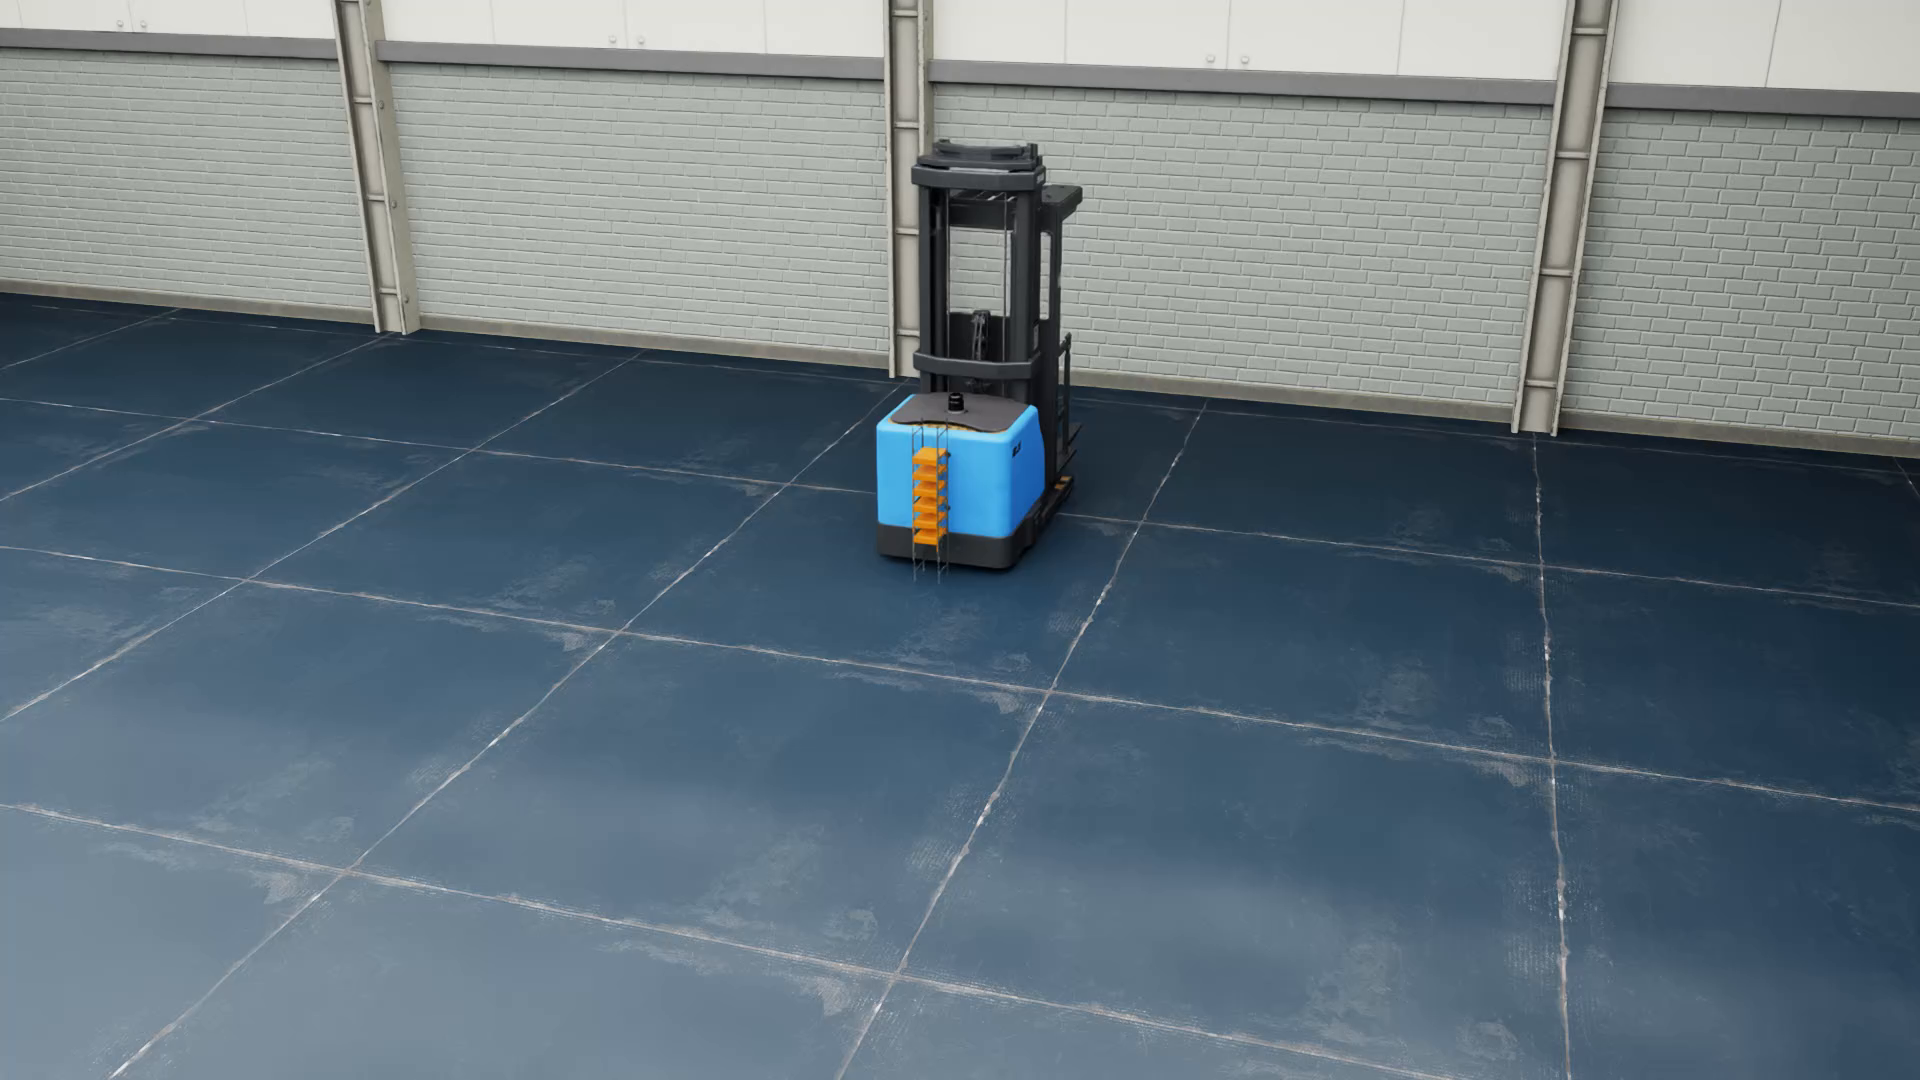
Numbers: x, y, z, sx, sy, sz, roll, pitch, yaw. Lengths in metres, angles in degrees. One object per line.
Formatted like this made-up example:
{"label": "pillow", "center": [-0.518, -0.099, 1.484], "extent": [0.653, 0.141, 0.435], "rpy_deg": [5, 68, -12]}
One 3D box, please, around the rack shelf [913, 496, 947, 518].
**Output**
{"label": "rack shelf", "center": [-0.211, -0.238, 11.884], "extent": [0.180, 0.103, 0.258], "rpy_deg": [7, 24, 16]}

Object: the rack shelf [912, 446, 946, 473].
{"label": "rack shelf", "center": [-0.212, -0.570, 11.746], "extent": [0.180, 0.103, 0.258], "rpy_deg": [7, 24, 16]}

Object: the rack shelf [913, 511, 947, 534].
{"label": "rack shelf", "center": [-0.211, -0.127, 11.930], "extent": [0.180, 0.103, 0.258], "rpy_deg": [7, 24, 16]}

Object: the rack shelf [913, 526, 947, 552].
{"label": "rack shelf", "center": [-0.211, -0.017, 11.977], "extent": [0.180, 0.103, 0.258], "rpy_deg": [7, 24, 16]}

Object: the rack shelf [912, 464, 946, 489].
{"label": "rack shelf", "center": [-0.212, -0.460, 11.792], "extent": [0.180, 0.103, 0.258], "rpy_deg": [7, 24, 16]}

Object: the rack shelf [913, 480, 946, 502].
{"label": "rack shelf", "center": [-0.211, -0.349, 11.838], "extent": [0.180, 0.103, 0.258], "rpy_deg": [7, 24, 16]}

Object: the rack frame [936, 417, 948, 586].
{"label": "rack frame", "center": [-0.124, -0.269, 11.842], "extent": [0.006, 1.200, 0.240], "rpy_deg": [7, 24, 16]}

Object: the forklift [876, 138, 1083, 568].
{"label": "forklift", "center": [0.304, -1.680, 13.003], "extent": [1.130, 2.935, 3.031], "rpy_deg": [7, 23, 16]}

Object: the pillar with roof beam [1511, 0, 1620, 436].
{"label": "pillar with roof beam", "center": [4.019, -3.615, 9.726], "extent": [0.400, 9.000, 9.100], "rpy_deg": [7, 23, 16]}

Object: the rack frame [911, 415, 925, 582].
{"label": "rack frame", "center": [-0.299, -0.289, 11.892], "extent": [0.006, 1.200, 0.240], "rpy_deg": [7, 24, 16]}

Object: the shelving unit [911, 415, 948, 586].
{"label": "shelving unit", "center": [-0.211, -0.279, 11.867], "extent": [0.189, 1.200, 0.258], "rpy_deg": [7, 24, 16]}

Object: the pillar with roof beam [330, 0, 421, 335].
{"label": "pillar with roof beam", "center": [-7.470, -4.931, 12.933], "extent": [0.400, 9.000, 9.100], "rpy_deg": [7, 23, 16]}

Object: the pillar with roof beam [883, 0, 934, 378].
{"label": "pillar with roof beam", "center": [-1.726, -4.273, 11.330], "extent": [0.400, 9.000, 9.100], "rpy_deg": [7, 23, 16]}
